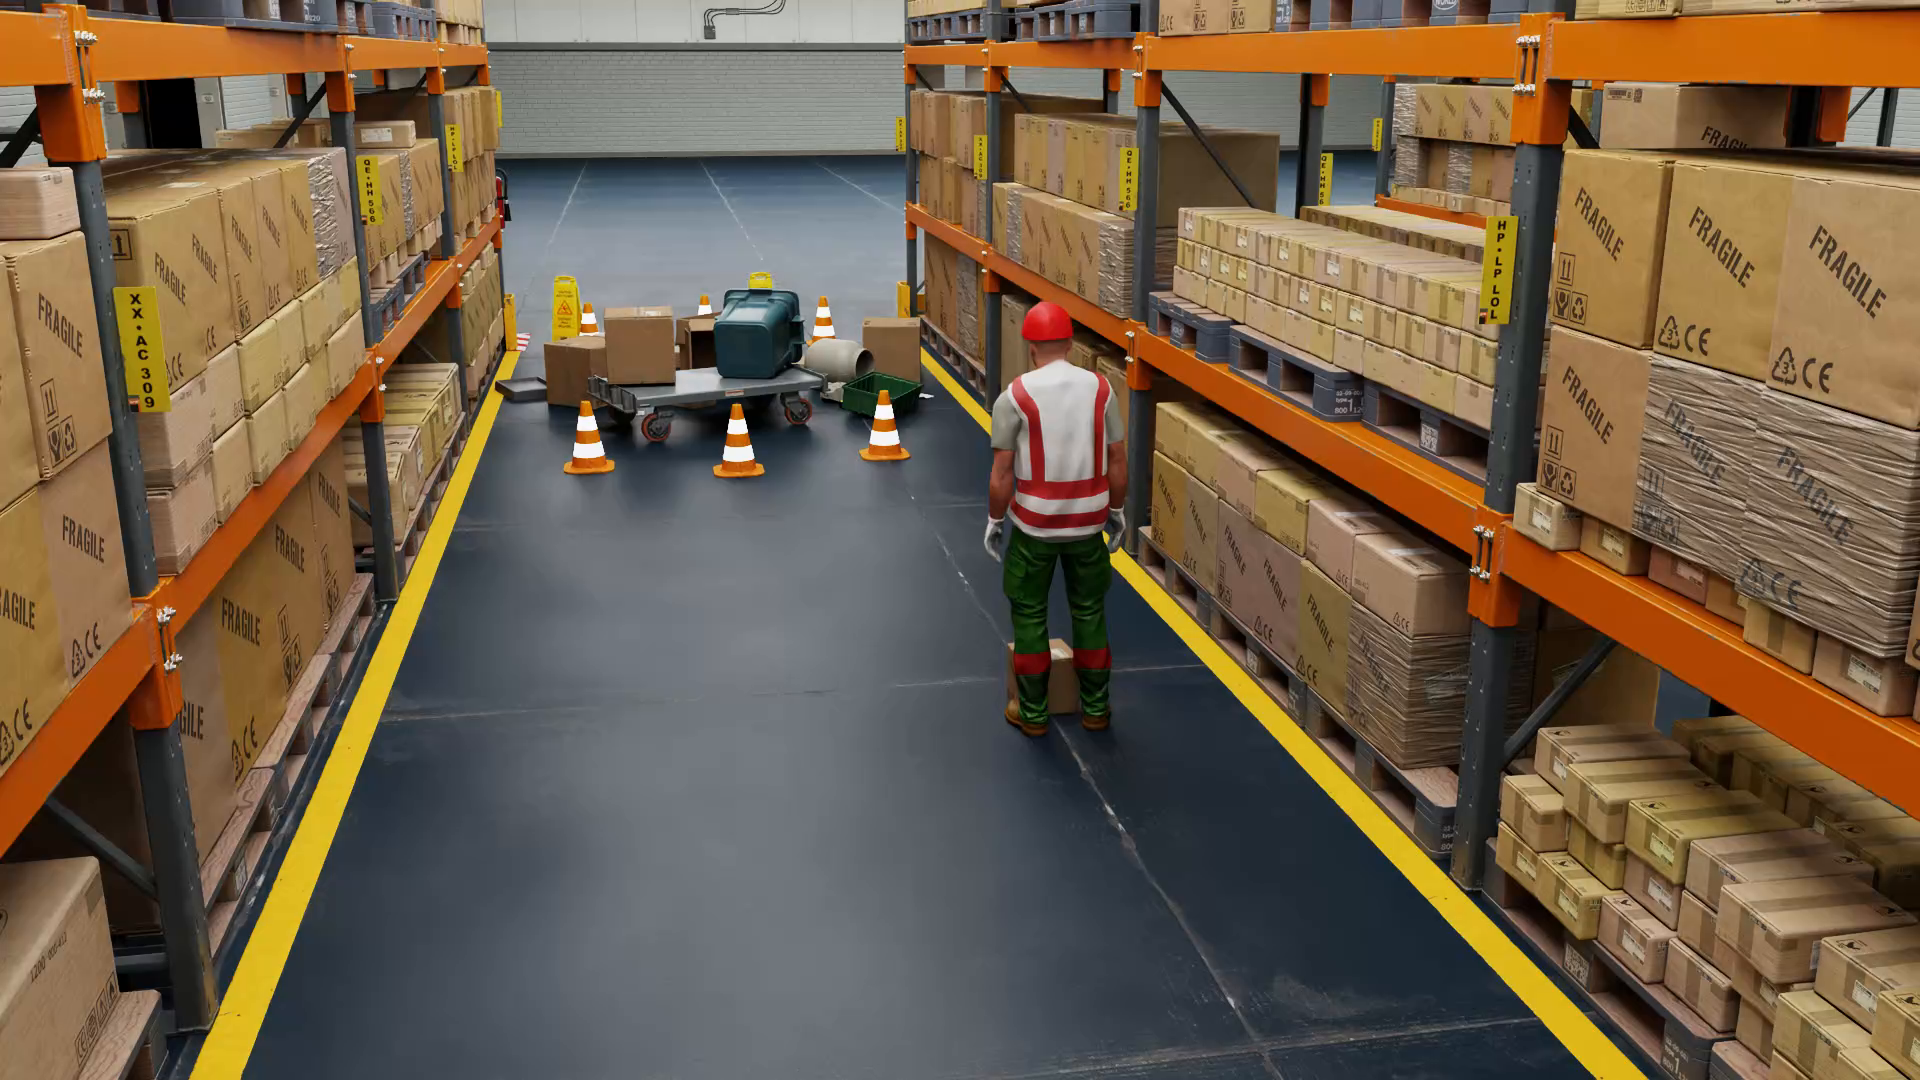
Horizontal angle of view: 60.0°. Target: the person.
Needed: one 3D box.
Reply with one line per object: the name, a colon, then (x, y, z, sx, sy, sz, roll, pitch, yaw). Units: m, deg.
person: (0.391, -0.075, 6.768, 0.604, 1.777, 0.453, -4, 17, -13)
